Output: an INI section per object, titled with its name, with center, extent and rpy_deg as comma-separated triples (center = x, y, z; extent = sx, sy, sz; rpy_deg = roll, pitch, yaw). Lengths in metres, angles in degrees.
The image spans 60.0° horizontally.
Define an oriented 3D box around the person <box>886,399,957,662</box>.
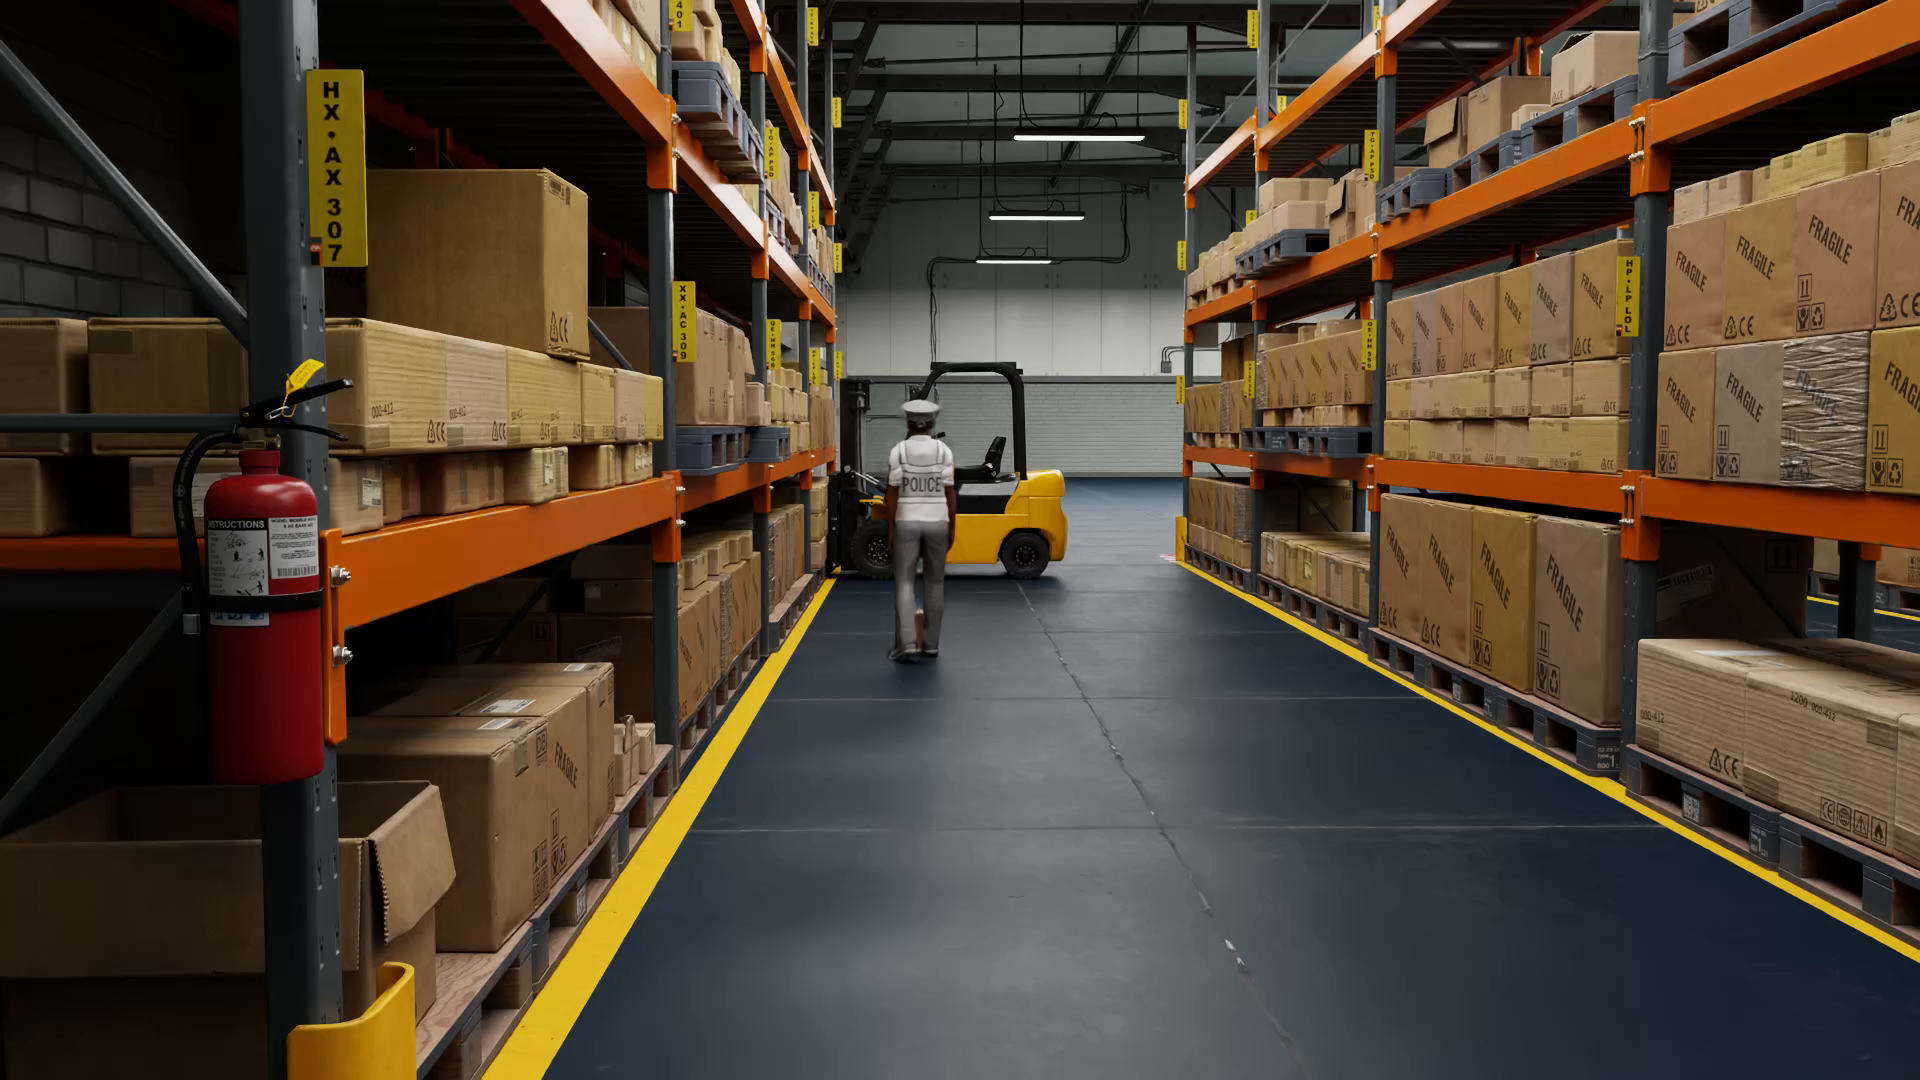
[person]
center = -0.257, -0.067, 10.839
extent = 0.460, 1.696, 0.623
rpy_deg = 0, 4, -6
